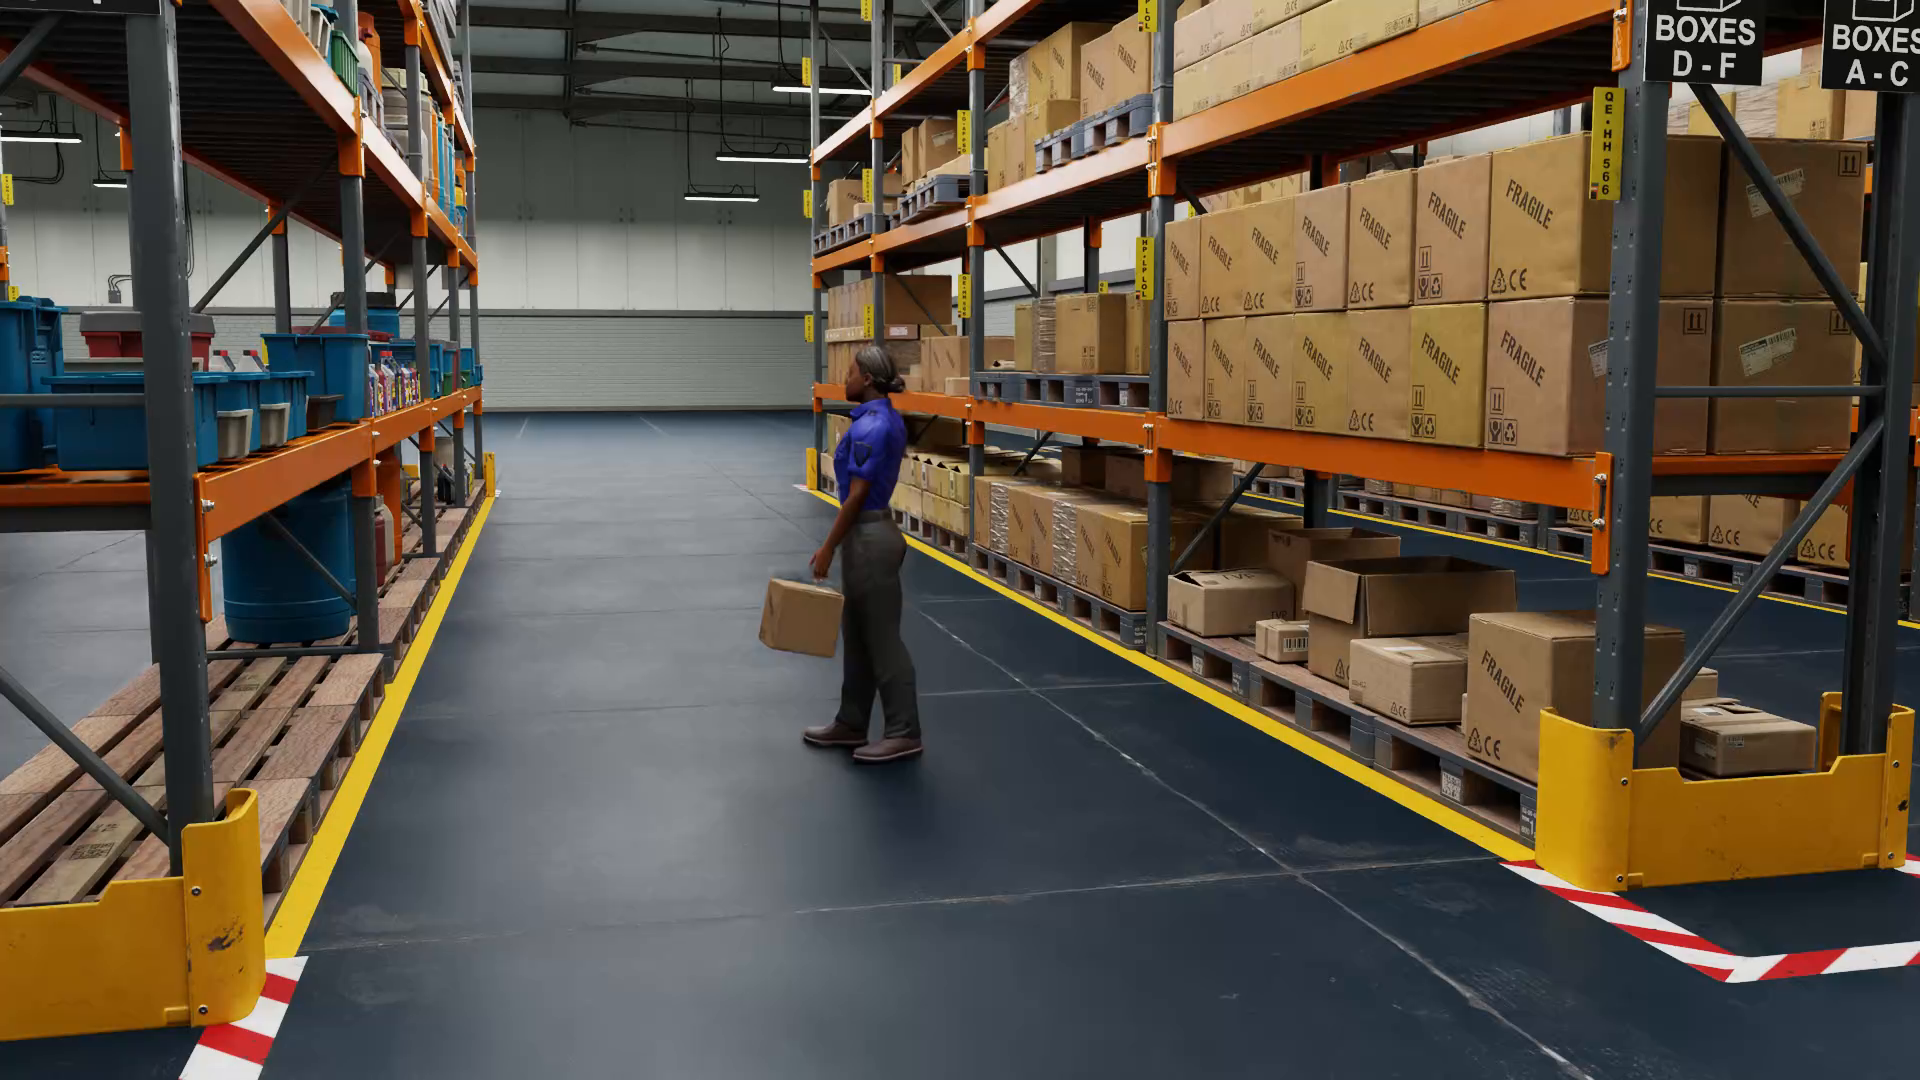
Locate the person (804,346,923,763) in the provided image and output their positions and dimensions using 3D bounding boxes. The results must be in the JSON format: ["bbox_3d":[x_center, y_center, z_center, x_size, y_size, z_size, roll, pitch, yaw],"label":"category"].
[{"bbox_3d":[-0.412,0.048,6.734,0.547,1.656,0.518,1,6,8],"label":"person"}]
